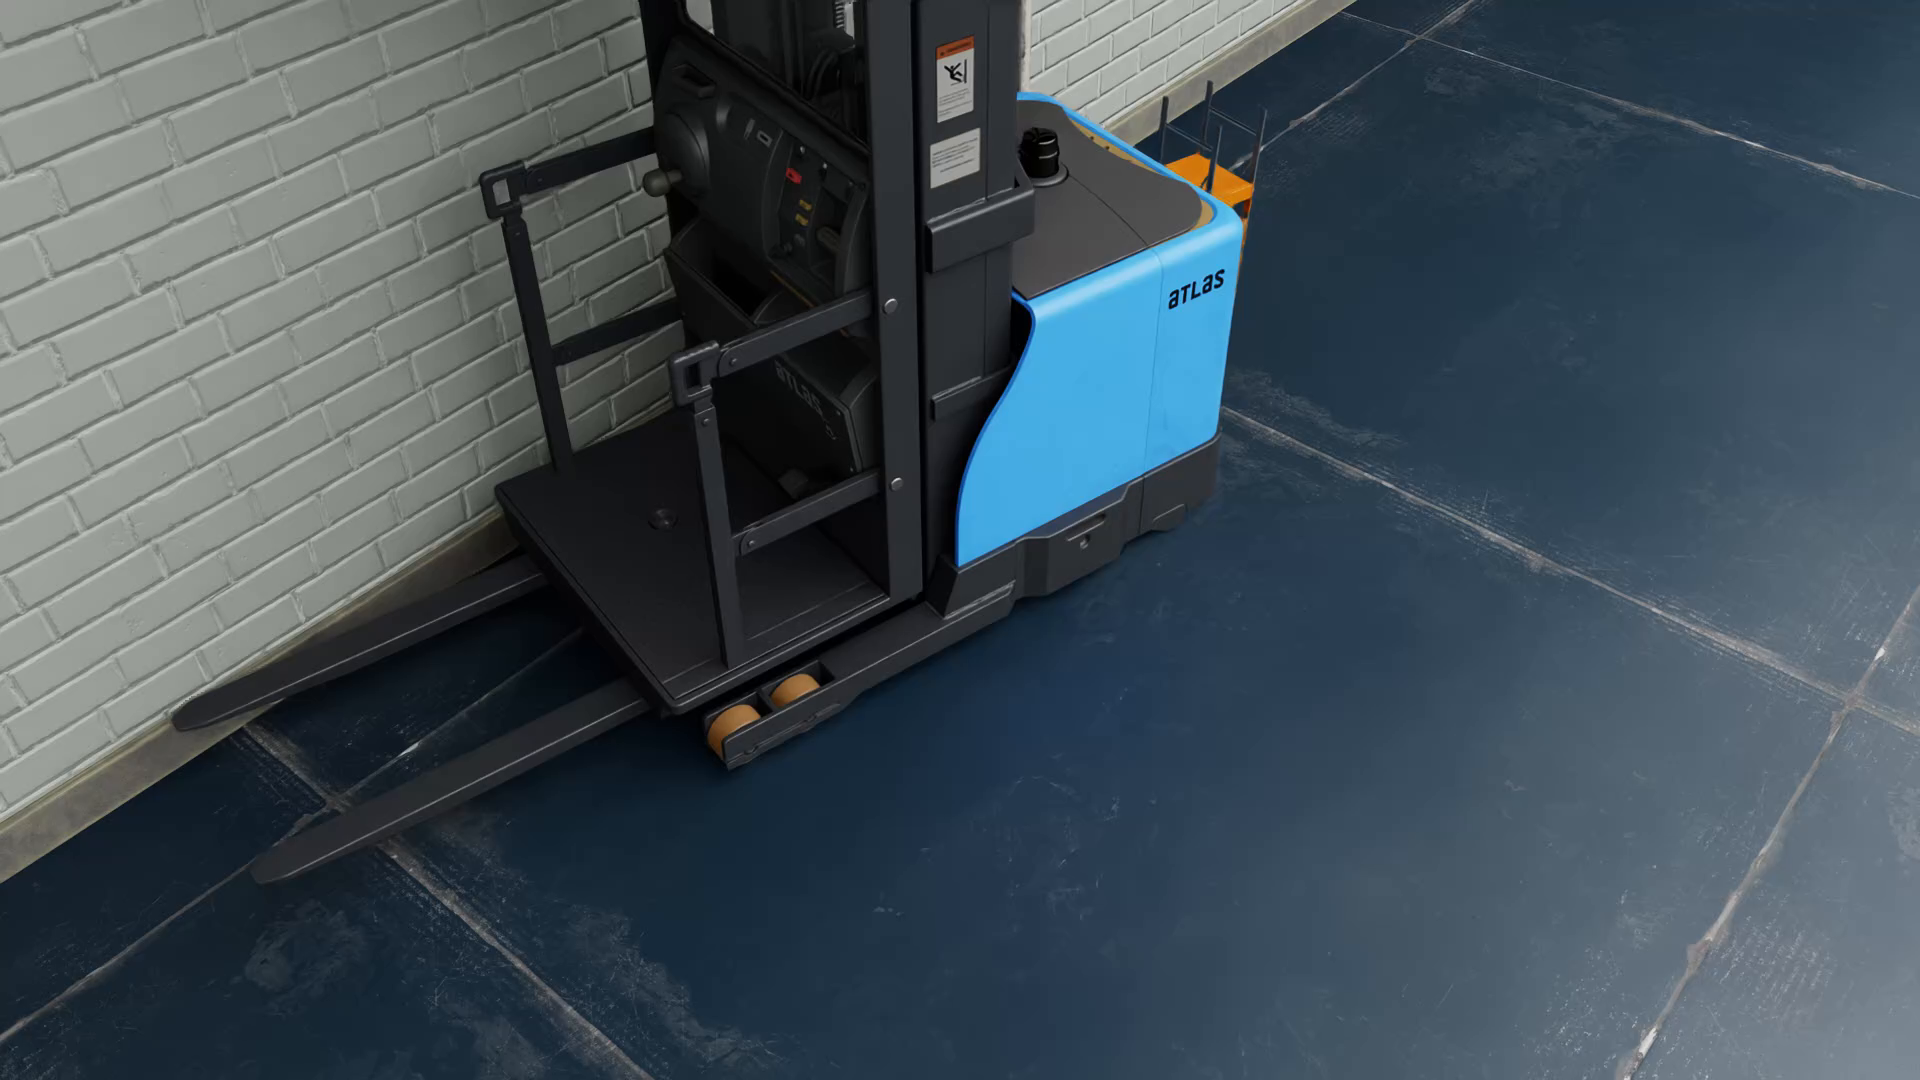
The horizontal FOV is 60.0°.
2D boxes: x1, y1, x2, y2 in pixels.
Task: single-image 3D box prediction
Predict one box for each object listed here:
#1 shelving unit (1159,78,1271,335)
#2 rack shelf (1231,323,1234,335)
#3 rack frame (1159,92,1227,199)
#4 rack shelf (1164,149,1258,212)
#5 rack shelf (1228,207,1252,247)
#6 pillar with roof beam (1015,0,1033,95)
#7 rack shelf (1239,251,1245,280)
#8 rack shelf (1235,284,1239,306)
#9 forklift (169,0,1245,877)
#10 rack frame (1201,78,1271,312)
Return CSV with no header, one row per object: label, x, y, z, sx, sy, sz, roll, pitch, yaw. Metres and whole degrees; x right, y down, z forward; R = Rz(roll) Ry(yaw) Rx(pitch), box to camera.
shelving unit,0.732,-0.830,5.264,0.189,1.200,0.258,-25,48,-30
rack shelf,0.724,-0.705,5.370,0.180,0.103,0.258,-25,48,-30
rack frame,0.660,-0.797,5.219,0.006,1.200,0.240,-25,48,-30
rack shelf,0.748,-1.072,5.061,0.180,0.103,0.258,-25,48,-30
rack shelf,0.742,-0.980,5.138,0.180,0.103,0.258,-25,48,-30
pillar with roof beam,3.299,-2.438,1.242,9.100,9.000,0.400,29,50,28
rack shelf,0.736,-0.888,5.216,0.180,0.103,0.258,-25,48,-30
rack shelf,0.730,-0.796,5.293,0.180,0.103,0.258,-25,48,-30
forklift,-0.679,-0.879,4.038,3.031,2.935,1.130,-26,48,-25
rack frame,0.804,-0.864,5.309,0.006,1.200,0.240,-25,48,-30
